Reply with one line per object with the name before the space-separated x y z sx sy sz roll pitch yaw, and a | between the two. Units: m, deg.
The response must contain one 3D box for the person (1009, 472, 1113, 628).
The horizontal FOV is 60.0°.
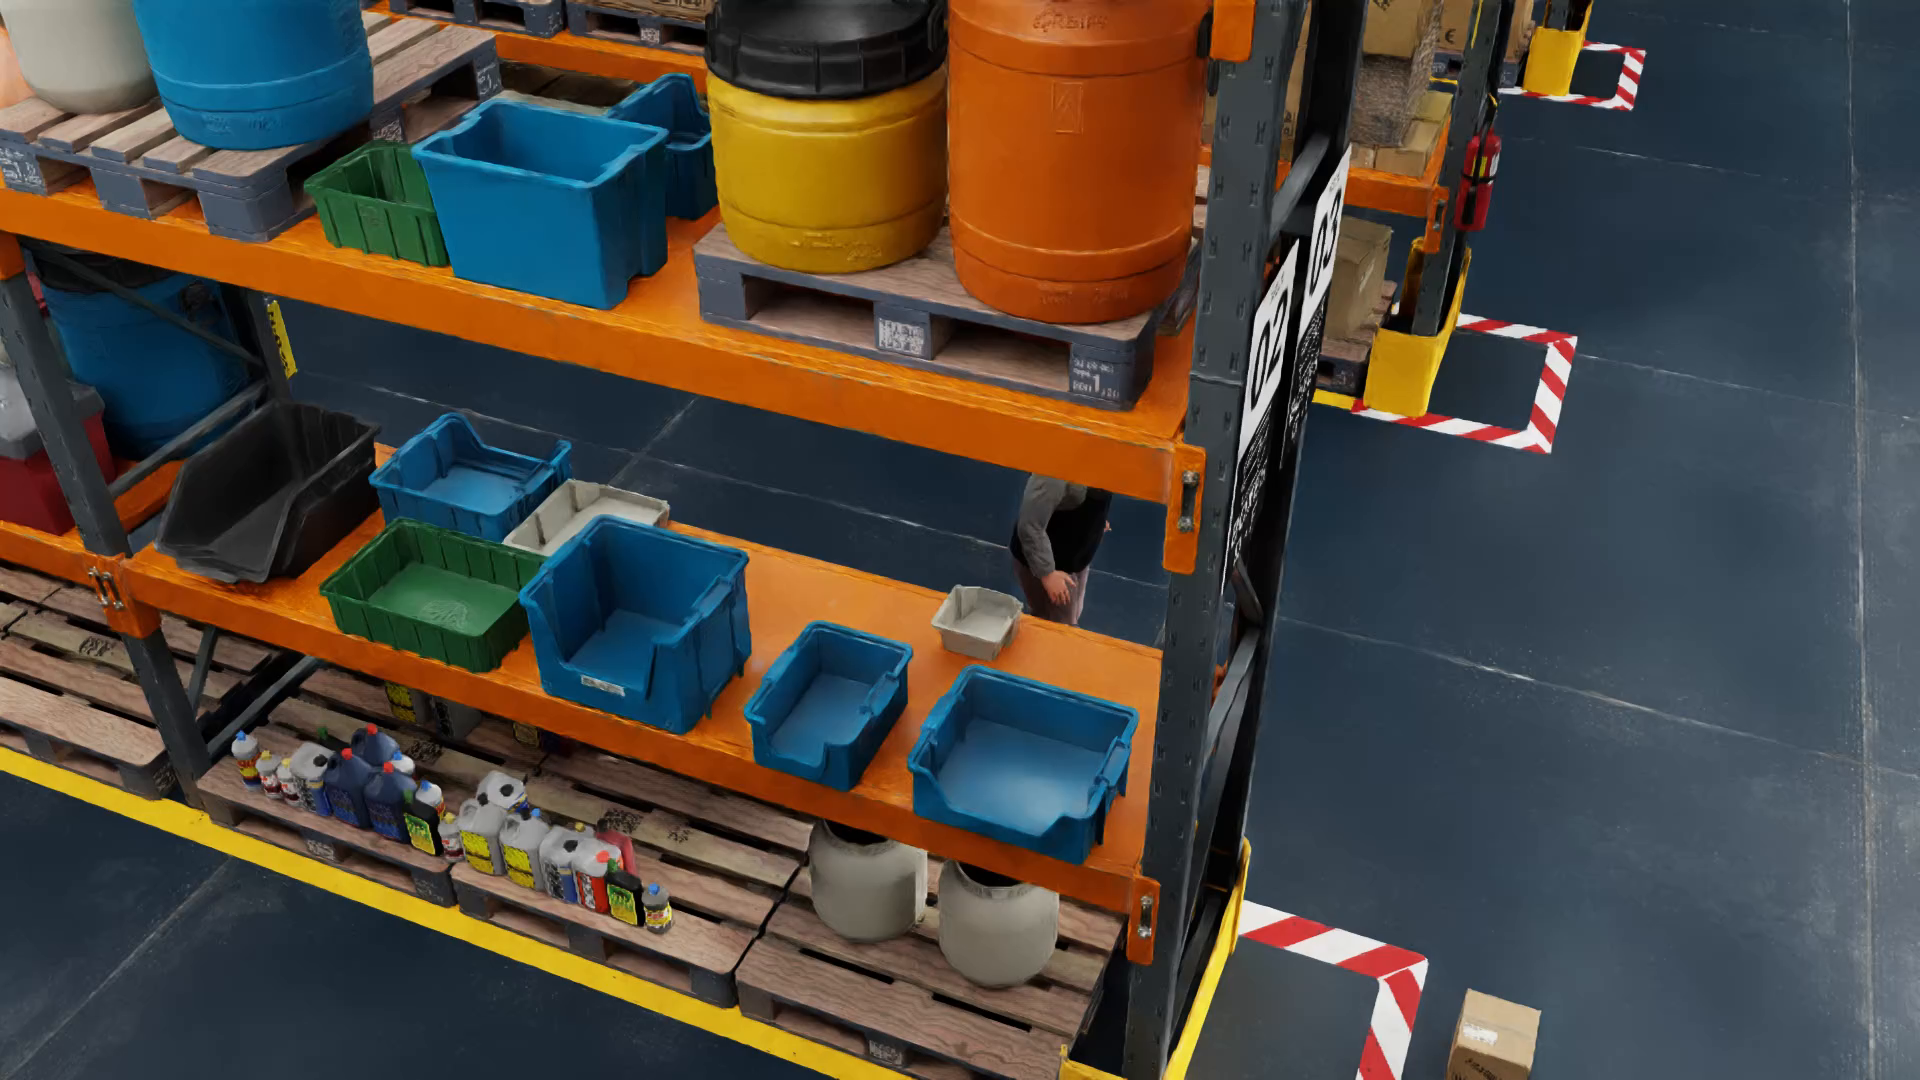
person | 0.389 0.039 6.818 0.509 1.682 0.673 13 39 16
